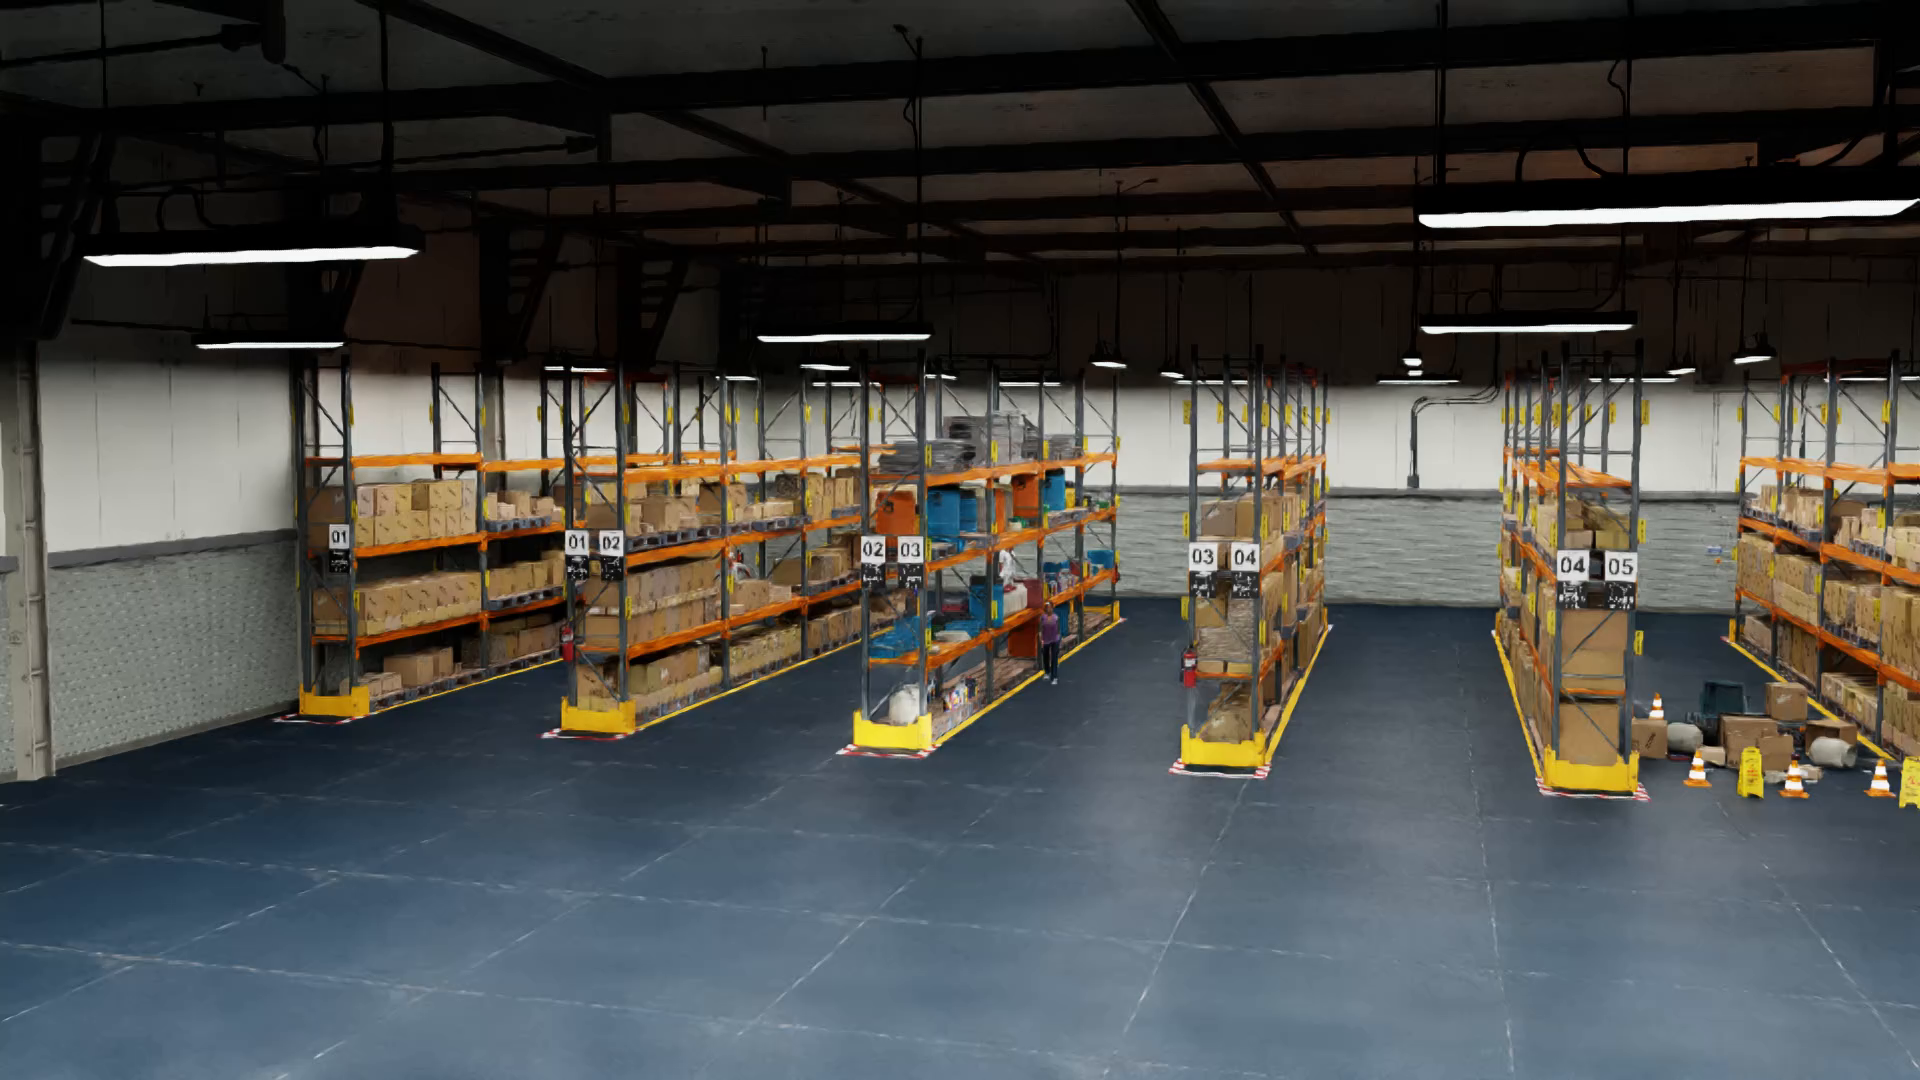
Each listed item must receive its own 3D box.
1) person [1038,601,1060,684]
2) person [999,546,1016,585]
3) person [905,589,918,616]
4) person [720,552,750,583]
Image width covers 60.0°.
[{"bbox_3d":[1.667,1.893,31.075,0.412,1.533,0.955,1,4,7],"label":"person"},{"bbox_3d":[1.160,0.884,42.955,0.449,1.775,0.715,4,6,45],"label":"person"},{"bbox_3d":[-1.066,1.356,37.391,0.373,1.659,0.588,0,4,1],"label":"person"},{"bbox_3d":[-5.481,1.136,40.291,0.684,1.712,0.820,2,5,20],"label":"person"}]
